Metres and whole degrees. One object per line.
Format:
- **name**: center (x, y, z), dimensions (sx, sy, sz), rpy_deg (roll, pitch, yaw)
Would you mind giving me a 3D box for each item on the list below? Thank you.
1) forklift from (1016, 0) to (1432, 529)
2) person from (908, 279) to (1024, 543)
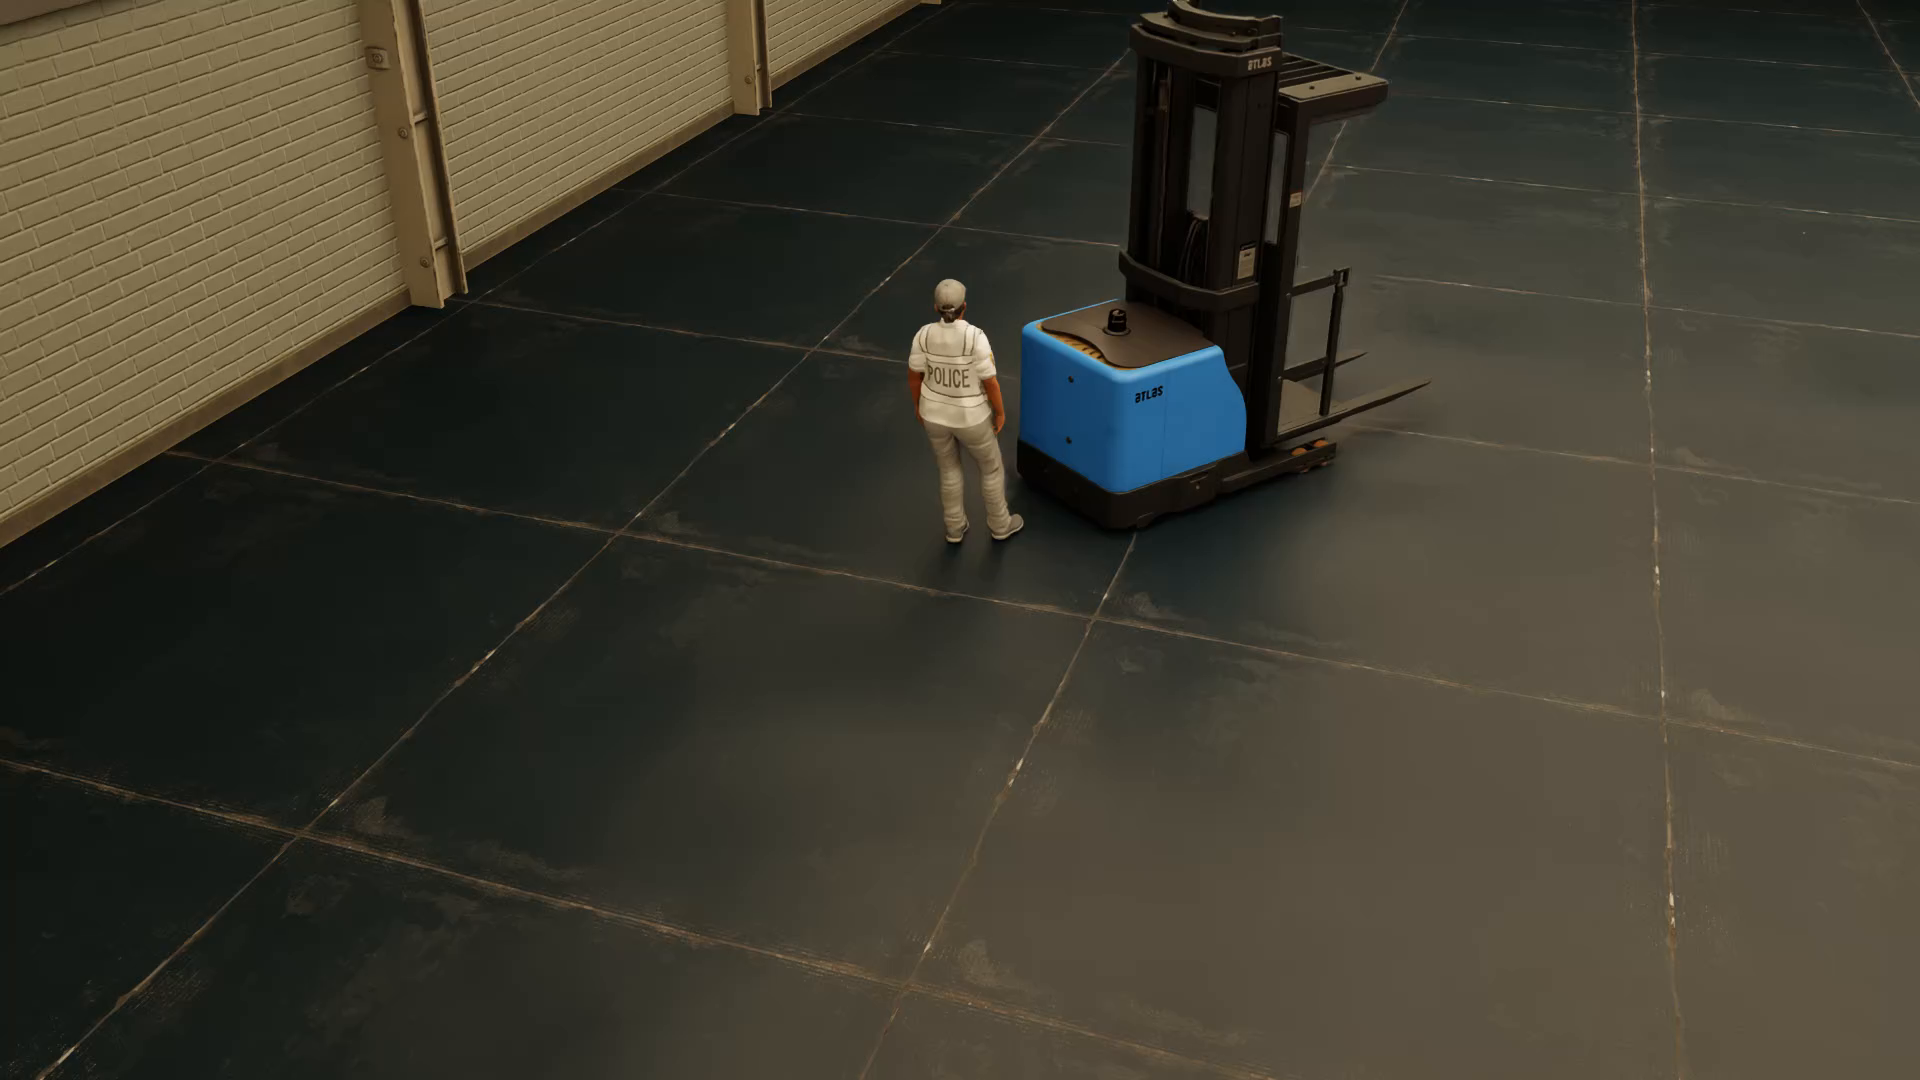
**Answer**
- **forklift**: center (1.864, -1.901, 10.471), dimensions (3.031, 2.935, 1.130), rpy_deg (-19, 35, -30)
- **person**: center (0.033, -0.765, 9.762), dimensions (0.621, 1.669, 0.525), rpy_deg (10, 31, 18)
